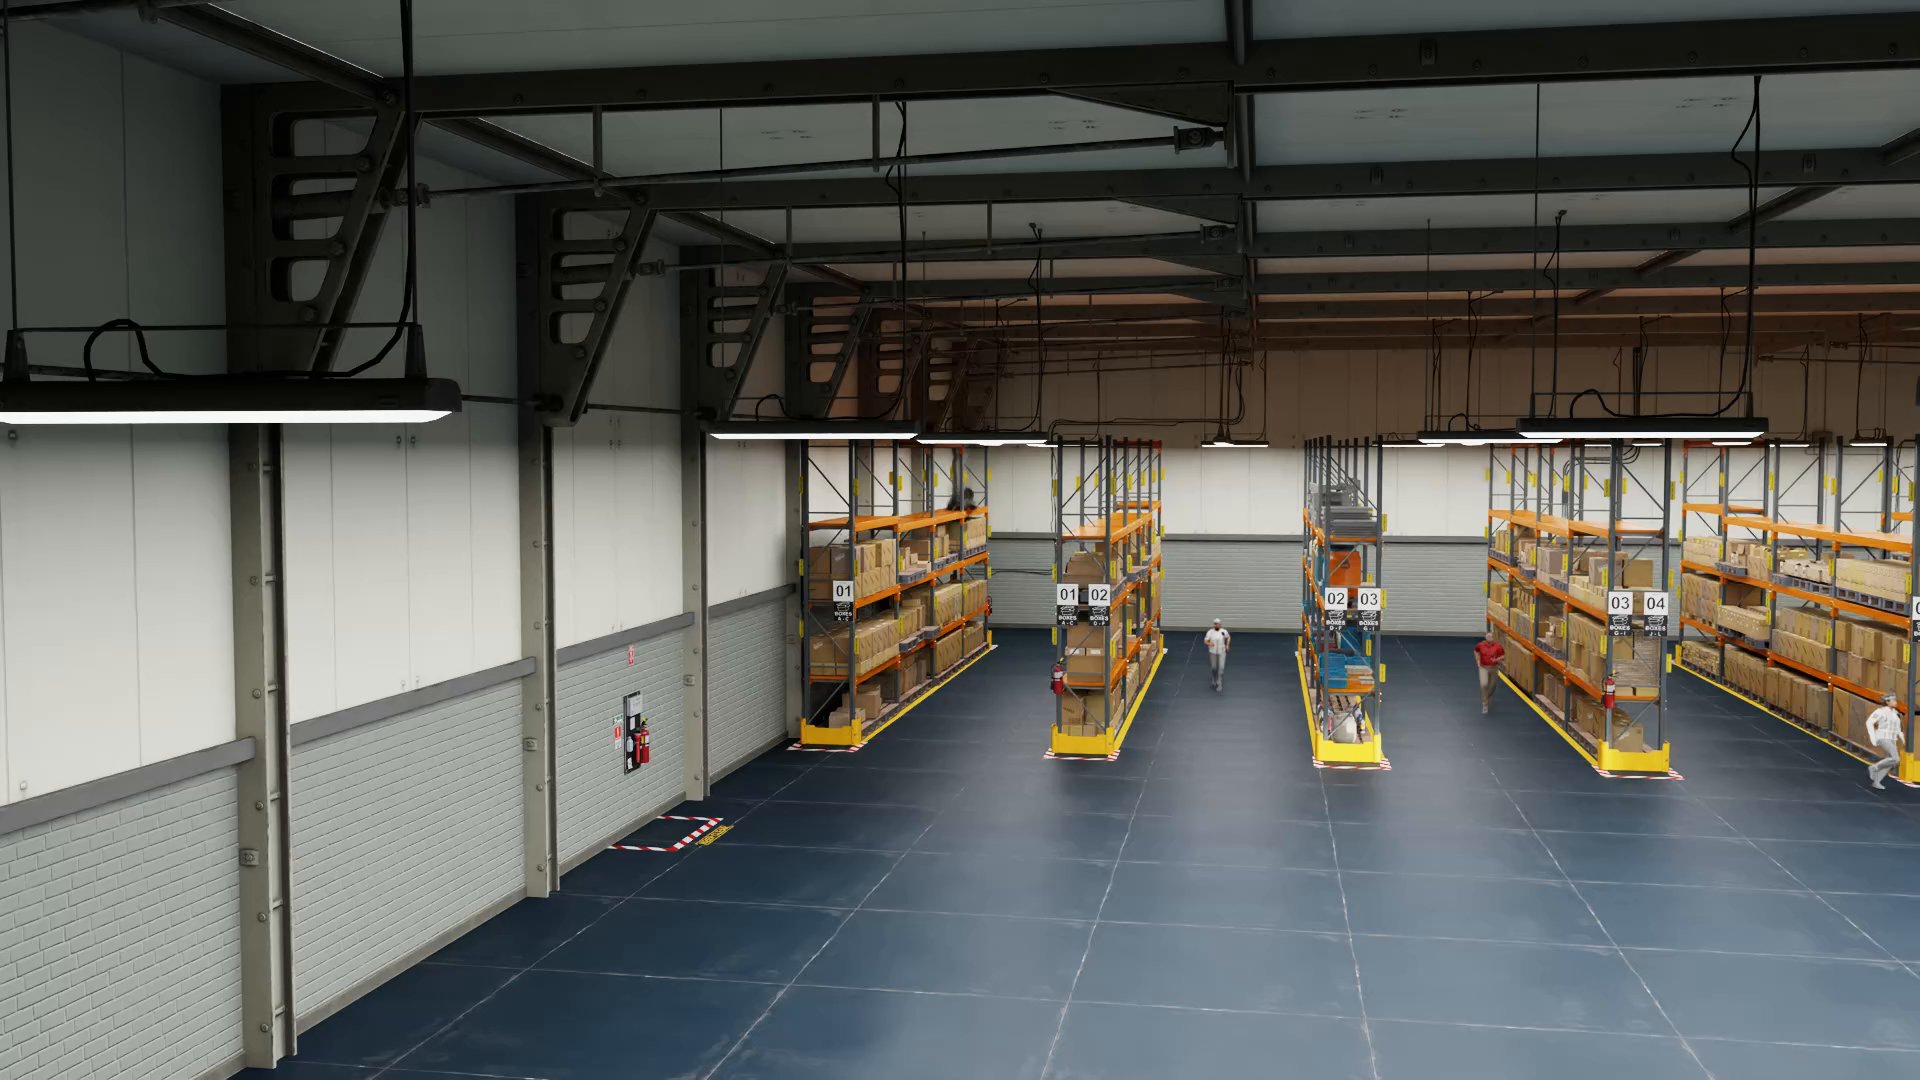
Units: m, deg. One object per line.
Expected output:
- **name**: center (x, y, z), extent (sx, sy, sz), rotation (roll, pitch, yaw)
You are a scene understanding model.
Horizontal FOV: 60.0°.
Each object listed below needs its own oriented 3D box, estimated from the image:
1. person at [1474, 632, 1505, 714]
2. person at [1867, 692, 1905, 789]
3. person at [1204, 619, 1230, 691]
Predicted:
- **person**: center (11.652, 2.902, 36.565), extent (0.625, 1.776, 1.068), rotation (1, 3, 10)
- **person**: center (15.729, 3.387, 28.105), extent (0.638, 1.620, 0.509), rotation (-1, 3, -24)
- **person**: center (6.169, 2.720, 39.899), extent (0.613, 1.648, 0.891), rotation (1, 3, 10)
